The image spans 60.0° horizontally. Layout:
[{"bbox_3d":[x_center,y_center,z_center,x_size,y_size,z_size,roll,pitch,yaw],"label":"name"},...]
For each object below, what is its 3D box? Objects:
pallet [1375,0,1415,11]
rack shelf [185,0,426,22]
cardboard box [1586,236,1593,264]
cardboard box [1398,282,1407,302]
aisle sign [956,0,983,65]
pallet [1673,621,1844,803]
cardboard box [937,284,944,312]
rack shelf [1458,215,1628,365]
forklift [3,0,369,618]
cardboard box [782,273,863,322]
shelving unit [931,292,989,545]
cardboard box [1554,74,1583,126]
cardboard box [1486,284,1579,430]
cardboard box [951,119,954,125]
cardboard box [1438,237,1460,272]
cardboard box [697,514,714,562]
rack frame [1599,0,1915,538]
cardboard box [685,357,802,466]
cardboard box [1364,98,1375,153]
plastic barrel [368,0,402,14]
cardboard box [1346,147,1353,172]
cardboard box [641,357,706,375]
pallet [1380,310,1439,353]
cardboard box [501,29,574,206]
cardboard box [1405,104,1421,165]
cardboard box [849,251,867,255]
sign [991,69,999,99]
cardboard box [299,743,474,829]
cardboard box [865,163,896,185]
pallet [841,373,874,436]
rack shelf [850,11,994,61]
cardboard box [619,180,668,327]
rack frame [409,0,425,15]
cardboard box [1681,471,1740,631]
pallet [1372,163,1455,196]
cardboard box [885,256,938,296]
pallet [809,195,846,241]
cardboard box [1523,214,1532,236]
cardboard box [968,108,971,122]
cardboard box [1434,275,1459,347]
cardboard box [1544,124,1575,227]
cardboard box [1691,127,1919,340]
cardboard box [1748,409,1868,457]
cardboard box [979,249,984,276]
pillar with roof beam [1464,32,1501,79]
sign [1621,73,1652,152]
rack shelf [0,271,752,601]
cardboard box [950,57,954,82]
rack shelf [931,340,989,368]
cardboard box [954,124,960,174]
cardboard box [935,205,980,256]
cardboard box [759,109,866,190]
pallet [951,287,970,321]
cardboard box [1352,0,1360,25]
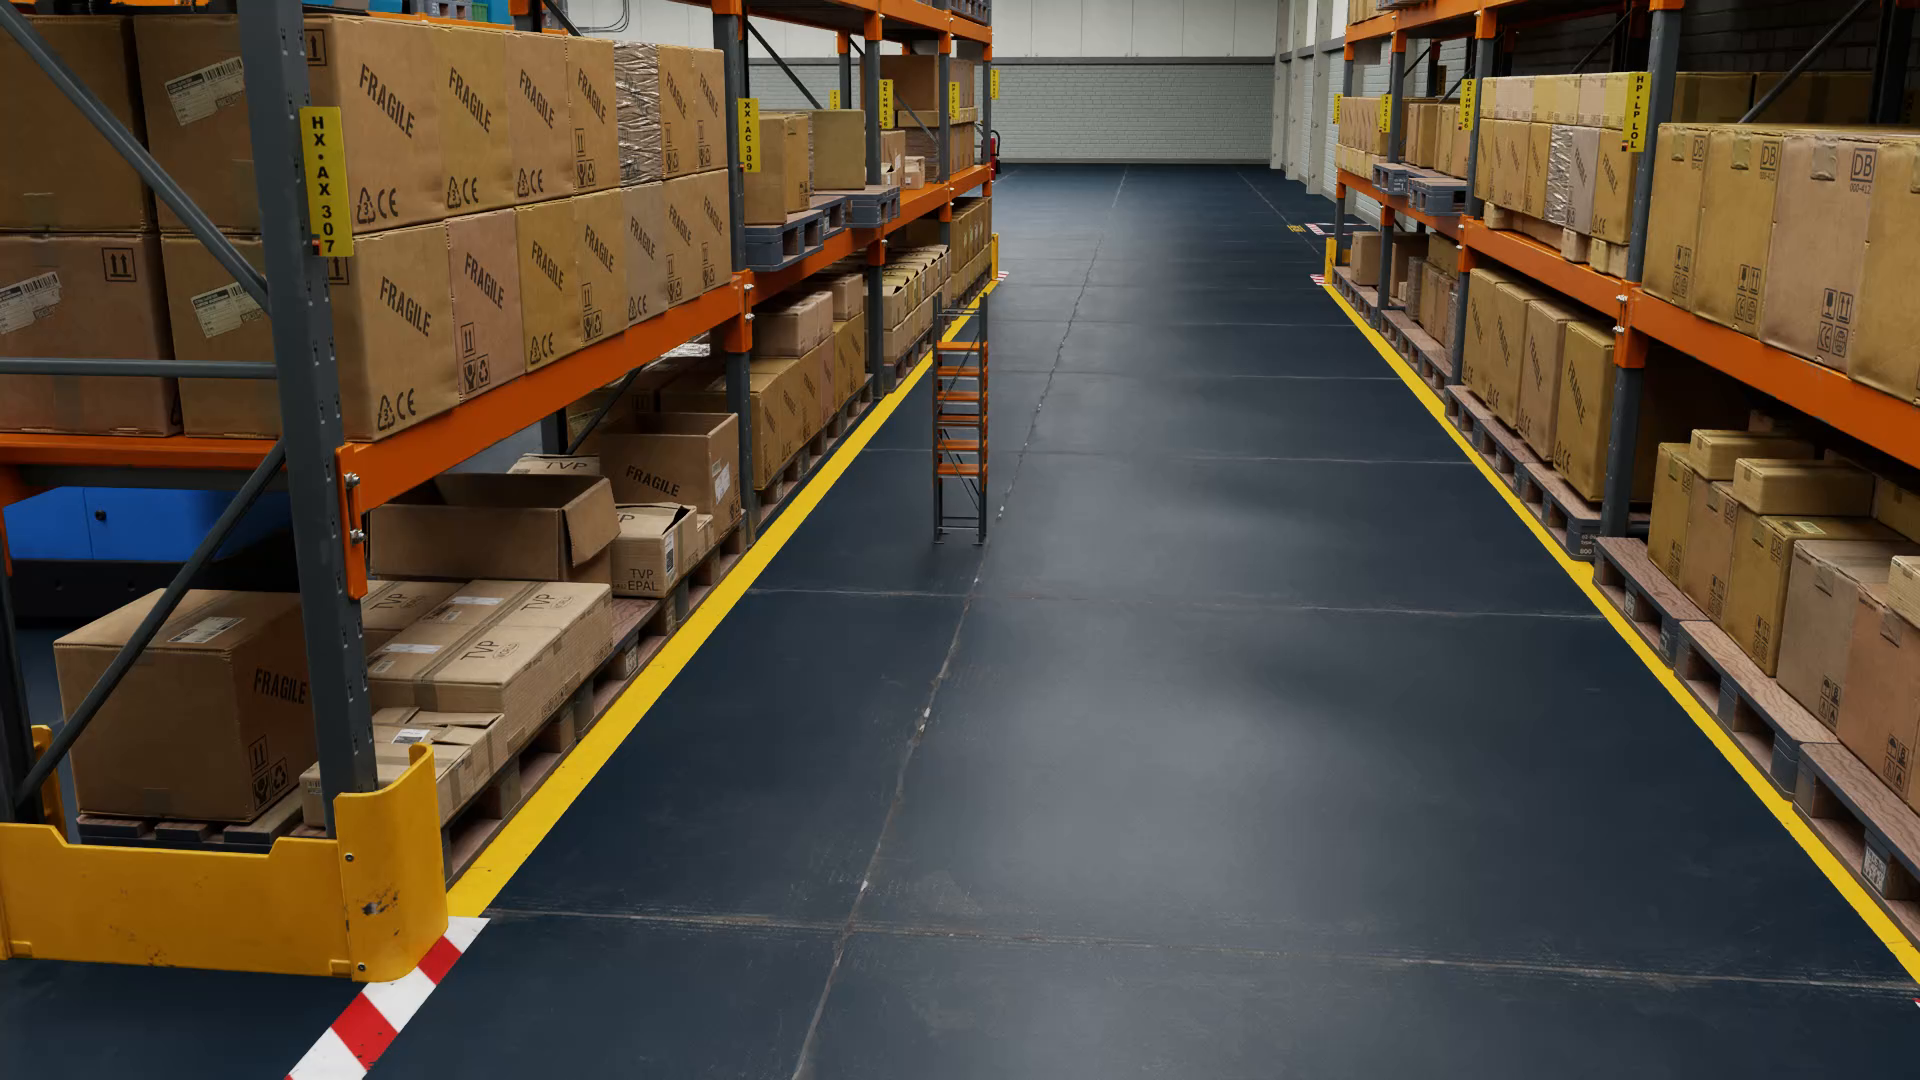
[{"bbox_3d":[4.150,-4.561,13.896,1.213,0.211,1.003,2,15,6],"label":"pallet"},{"bbox_3d":[-5.744,-4.234,13.707,1.077,0.370,4.000,2,15,6],"label":"rack shelf"},{"bbox_3d":[3.259,-1.402,8.043,0.380,0.149,0.250,2,15,8],"label":"cardboard box"},{"bbox_3d":[4.356,-2.345,15.672,0.380,0.166,0.250,0,15,-1],"label":"cardboard box"},{"bbox_3d":[0.154,-5.806,18.908,0.394,0.787,0.004,2,15,6],"label":"aisle sign"},{"bbox_3d":[3.124,0.573,5.640,1.003,0.211,1.213,2,15,6],"label":"pallet"},{"bbox_3d":[-0.415,-2.134,14.769,0.500,0.250,0.500,1,15,5],"label":"cardboard box"},{"bbox_3d":[3.648,-1.457,9.182,1.077,0.370,4.000,2,15,6],"label":"rack shelf"},{"bbox_3d":[-3.385,-1.425,7.817,1.130,2.935,3.031,1,15,3],"label":"forklift"},{"bbox_3d":[-0.923,-1.572,10.737,0.500,0.250,0.500,2,15,8],"label":"cardboard box"},{"bbox_3d":[0.002,-0.583,8.019,0.258,1.200,0.189,2,15,6],"label":"shelving unit"},{"bbox_3d":[3.346,-2.242,8.472,0.500,0.250,0.500,2,15,7],"label":"cardboard box"},{"bbox_3d":[3.556,-1.074,9.702,0.750,0.750,0.750,2,15,6],"label":"cardboard box"},{"bbox_3d":[-0.260,-4.196,16.498,0.380,0.149,0.250,1,15,4],"label":"cardboard box"},{"bbox_3d":[4.158,-2.287,13.384,0.500,0.250,0.500,1,15,5],"label":"cardboard box"},{"bbox_3d":[-1.265,-0.012,7.077,0.380,0.149,0.250,2,15,6],"label":"cardboard box"},{"bbox_3d":[3.423,-1.286,7.170,1.000,3.000,0.127,2,15,6],"label":"rack frame"},{"bbox_3d":[-1.154,-0.693,8.925,0.500,0.500,0.500,2,15,7],"label":"cardboard box"},{"bbox_3d":[4.122,-3.921,15.729,0.500,0.500,0.500,2,15,6],"label":"cardboard box"},{"bbox_3d":[-5.360,-5.204,14.954,0.600,0.901,0.708,2,15,6],"label":"plastic barrel"},{"bbox_3d":[4.299,-3.951,17.276,0.500,0.250,0.500,1,15,5],"label":"cardboard box"},{"bbox_3d":[-1.665,-0.701,8.953,0.500,0.500,0.500,2,15,6],"label":"cardboard box"},{"bbox_3d":[4.239,-1.812,14.460,1.003,0.211,1.213,2,15,6],"label":"pallet"},{"bbox_3d":[-1.526,-1.297,5.104,0.500,0.500,0.500,2,15,7],"label":"cardboard box"},{"bbox_3d":[4.234,-3.490,14.288,0.700,0.500,0.500,2,15,6],"label":"cardboard box"},{"bbox_3d":[-0.953,-2.422,14.762,0.500,0.311,0.500,2,15,6],"label":"cardboard box"},{"bbox_3d":[0.392,-5.197,18.962,0.100,0.325,0.005,2,15,6],"label":"sign"},{"bbox_3d":[-1.562,0.672,4.548,0.380,0.149,0.250,2,15,6],"label":"cardboard box"},{"bbox_3d":[-0.755,-2.651,12.391,0.500,0.311,0.500,2,15,6],"label":"cardboard box"},{"bbox_3d":[-1.170,-0.929,11.195,1.003,0.211,1.213,2,15,6],"label":"pallet"},{"bbox_3d":[-0.371,-5.125,17.000,1.077,0.370,4.000,2,15,6],"label":"rack shelf"},{"bbox_3d":[-1.414,-1.075,6.198,0.500,0.500,0.500,2,15,8],"label":"cardboard box"},{"bbox_3d":[-5.518,-3.652,15.923,1.000,3.000,0.127,2,15,6],"label":"rack frame"},{"bbox_3d":[3.177,0.039,6.254,0.700,0.500,0.500,2,15,6],"label":"cardboard box"},{"bbox_3d":[4.095,-3.074,14.151,1.003,0.211,1.213,2,15,6],"label":"pallet"},{"bbox_3d":[-0.469,-2.274,14.213,0.500,0.311,0.500,2,15,6],"label":"cardboard box"},{"bbox_3d":[-1.263,-1.871,9.702,1.003,0.211,1.213,2,15,6],"label":"pallet"},{"bbox_3d":[3.529,-1.865,9.755,0.380,0.149,0.250,2,15,7],"label":"cardboard box"},{"bbox_3d":[-0.087,-4.600,17.994,0.380,0.149,0.250,2,15,7],"label":"cardboard box"},{"bbox_3d":[4.105,-1.777,12.933,0.700,0.500,0.500,2,15,6],"label":"cardboard box"},{"bbox_3d":[3.337,-1.877,8.557,0.500,0.500,0.500,2,15,6],"label":"cardboard box"},{"bbox_3d":[3.258,-1.101,5.913,0.980,0.700,0.700,1,15,5],"label":"cardboard box"},{"bbox_3d":[3.450,-0.436,6.768,0.380,0.149,0.250,2,15,6],"label":"cardboard box"},{"bbox_3d":[-0.012,-3.011,18.013,0.500,0.250,0.500,2,15,6],"label":"cardboard box"},{"bbox_3d":[1.280,-7.214,17.600,9.100,9.000,0.400,2,15,6],"label":"pillar with roof beam"},{"bbox_3d":[2.883,-1.820,7.079,0.100,0.325,0.005,2,15,6],"label":"sign"},{"bbox_3d":[-1.725,-0.565,5.882,1.077,0.370,4.000,2,15,6],"label":"rack shelf"},{"bbox_3d":[-0.440,-4.556,16.588,0.700,0.500,0.500,2,15,6],"label":"cardboard box"},{"bbox_3d":[0.002,-0.888,7.937,0.258,0.103,0.180,2,15,6],"label":"rack shelf"},{"bbox_3d":[-0.383,-4.069,17.271,0.700,0.500,0.500,2,15,8],"label":"cardboard box"},{"bbox_3d":[-0.066,-3.243,17.435,0.500,0.500,0.500,2,15,6],"label":"cardboard box"},{"bbox_3d":[-1.007,-2.552,10.859,0.700,0.500,0.500,-3,16,-13],"label":"cardboard box"},{"bbox_3d":[-0.466,-2.364,16.502,1.003,0.211,1.213,2,15,6],"label":"pallet"},{"bbox_3d":[4.395,-5.686,17.468,0.500,0.500,0.500,3,15,10],"label":"cardboard box"}]
